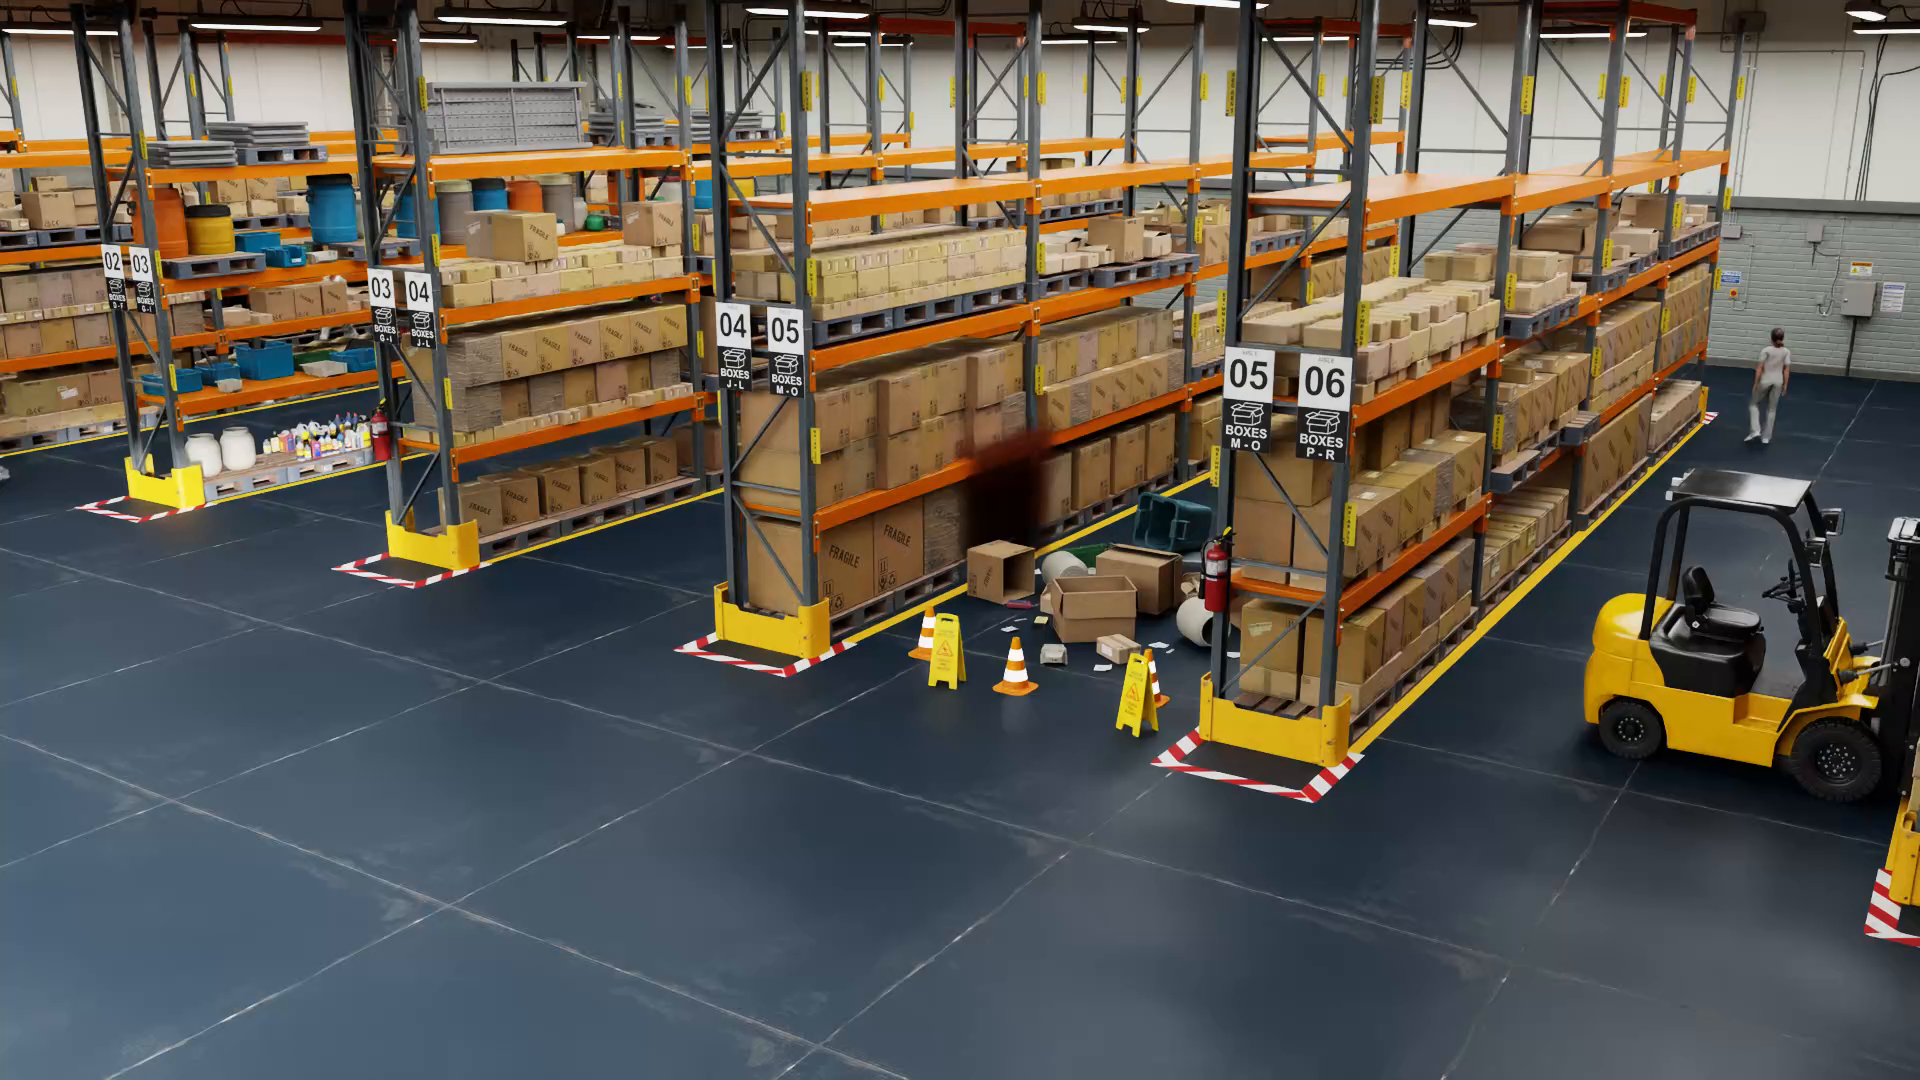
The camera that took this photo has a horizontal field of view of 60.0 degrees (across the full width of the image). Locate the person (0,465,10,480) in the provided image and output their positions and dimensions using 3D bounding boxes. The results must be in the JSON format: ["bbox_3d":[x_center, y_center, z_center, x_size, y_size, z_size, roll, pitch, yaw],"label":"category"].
[{"bbox_3d":[-12.878,-1.465,21.296,1.065,1.703,0.523,-10,19,-33],"label":"person"}]

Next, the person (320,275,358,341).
[{"bbox_3d":[-12.102,-4.487,31.997,0.654,1.720,1.050,7,17,23],"label":"person"}]

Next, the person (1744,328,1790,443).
[{"bbox_3d":[11.763,-2.224,24.170,0.485,1.673,0.396,2,16,7],"label":"person"}]
